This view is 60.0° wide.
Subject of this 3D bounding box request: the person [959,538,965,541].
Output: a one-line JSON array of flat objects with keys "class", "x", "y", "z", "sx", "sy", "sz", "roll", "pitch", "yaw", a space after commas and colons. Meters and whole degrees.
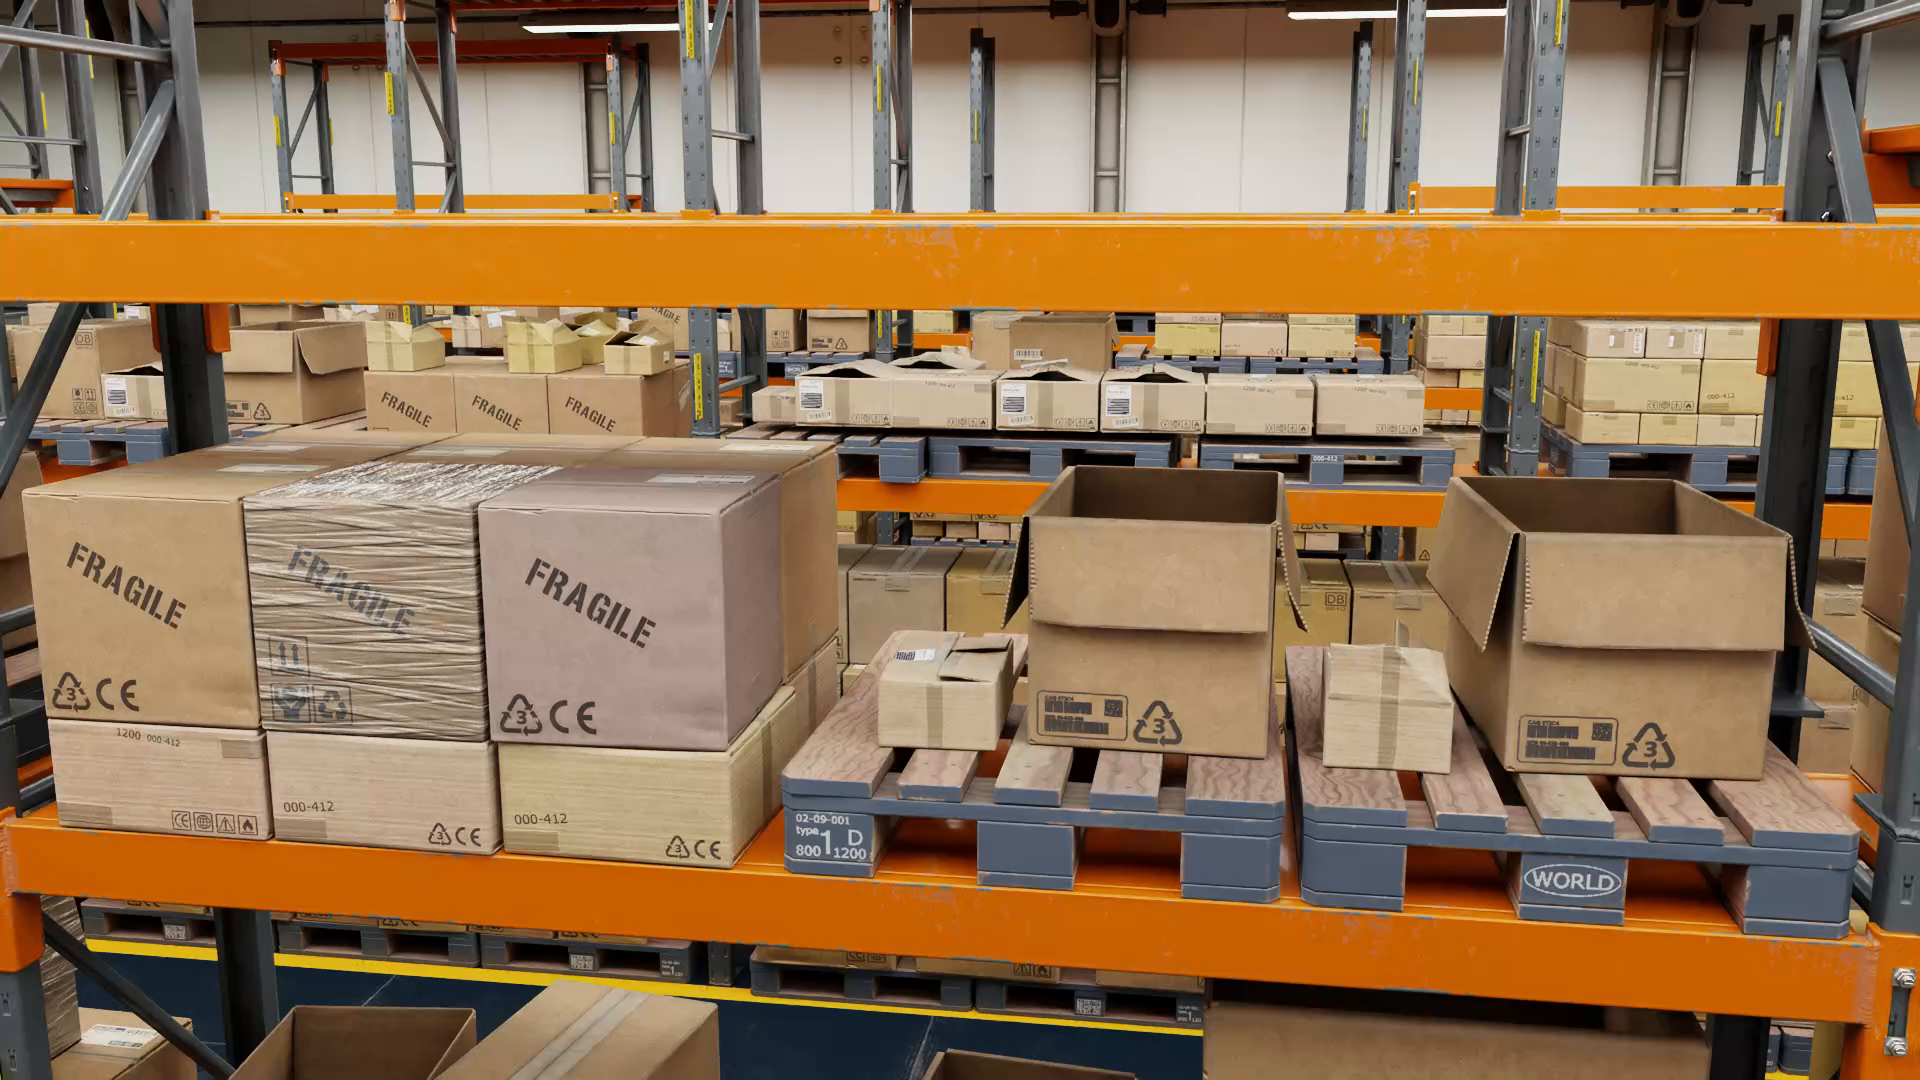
[{"class": "person", "x": -0.023, "y": -0.110, "z": 17.493, "sx": 0.413, "sy": 1.660, "sz": 0.507, "roll": 1, "pitch": 11, "yaw": 4}]
